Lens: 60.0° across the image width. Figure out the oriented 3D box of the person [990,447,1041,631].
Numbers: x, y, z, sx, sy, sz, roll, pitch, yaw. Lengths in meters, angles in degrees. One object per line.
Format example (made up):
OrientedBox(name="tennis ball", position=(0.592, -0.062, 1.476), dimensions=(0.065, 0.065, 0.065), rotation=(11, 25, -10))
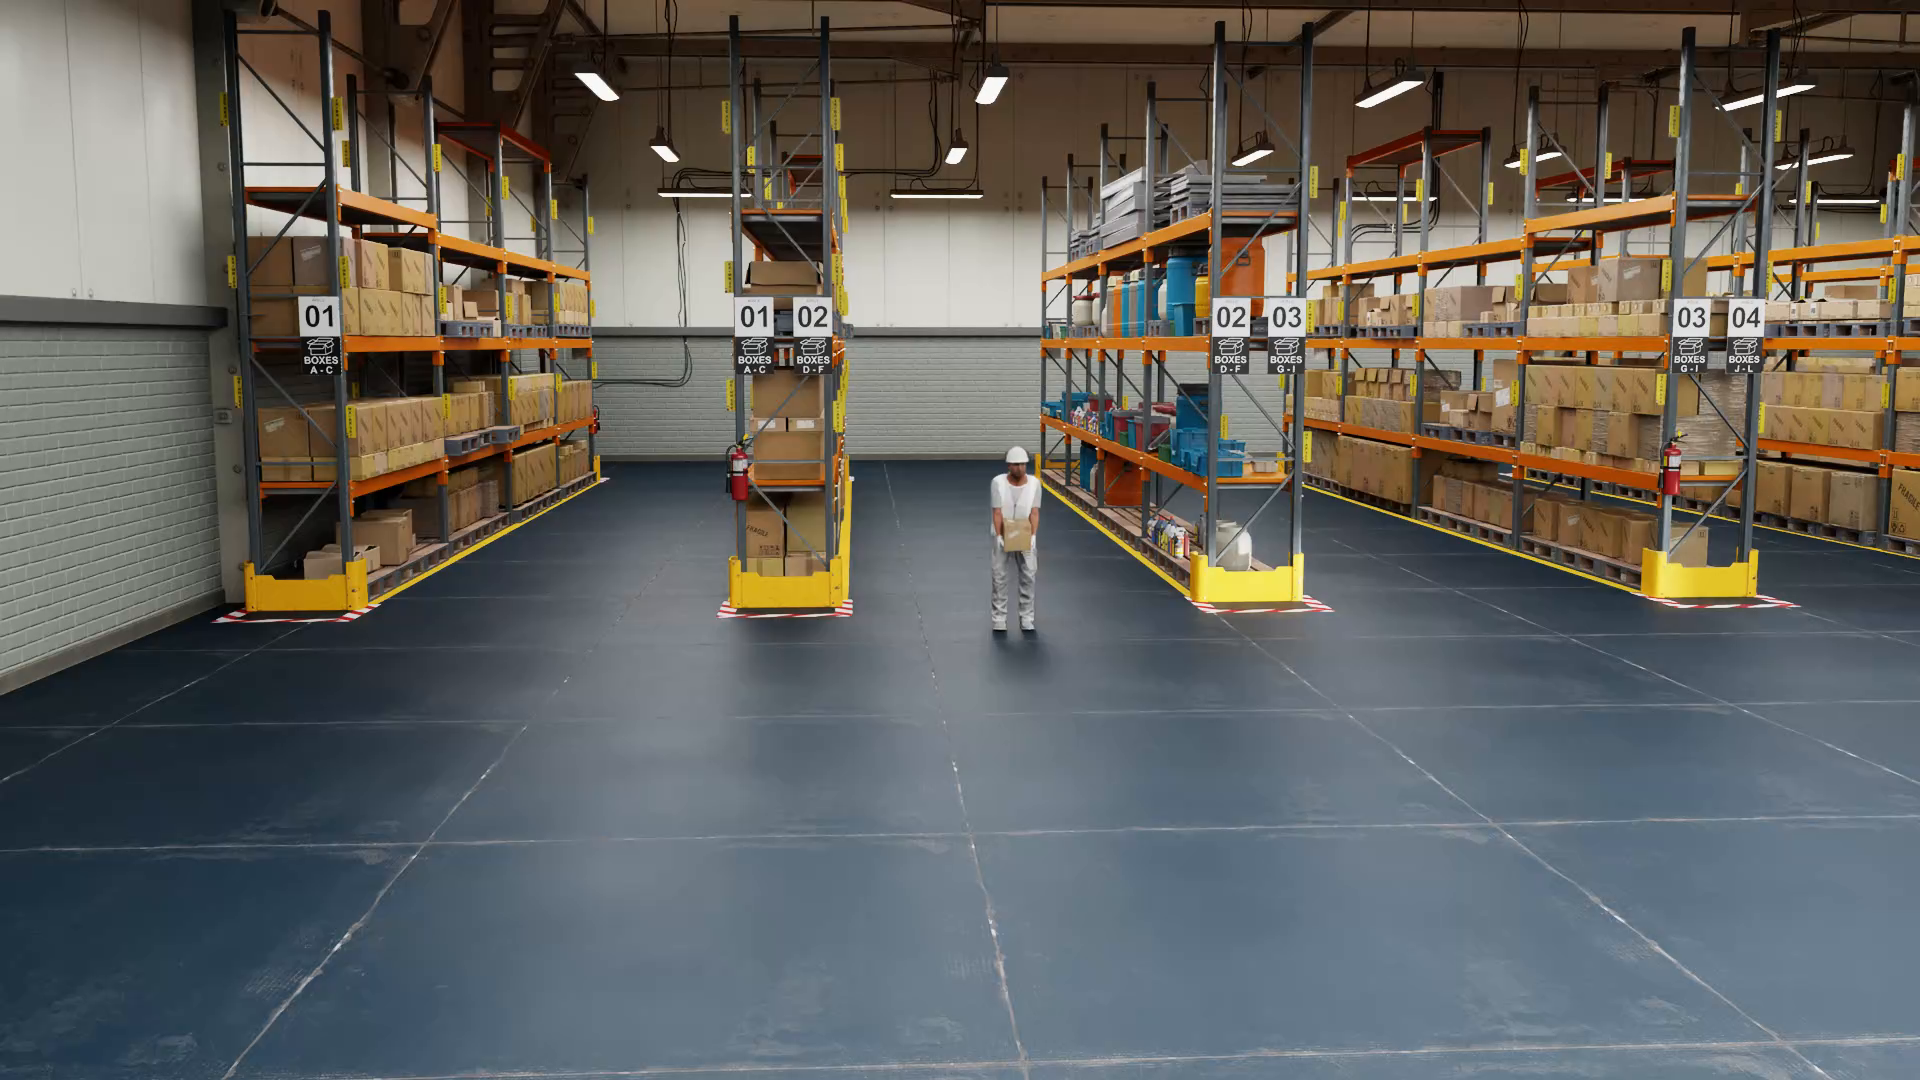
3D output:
OrientedBox(name="person", position=(0.534, -0.007, 15.819), dimensions=(0.490, 1.758, 0.603), rotation=(0, 7, -4))
